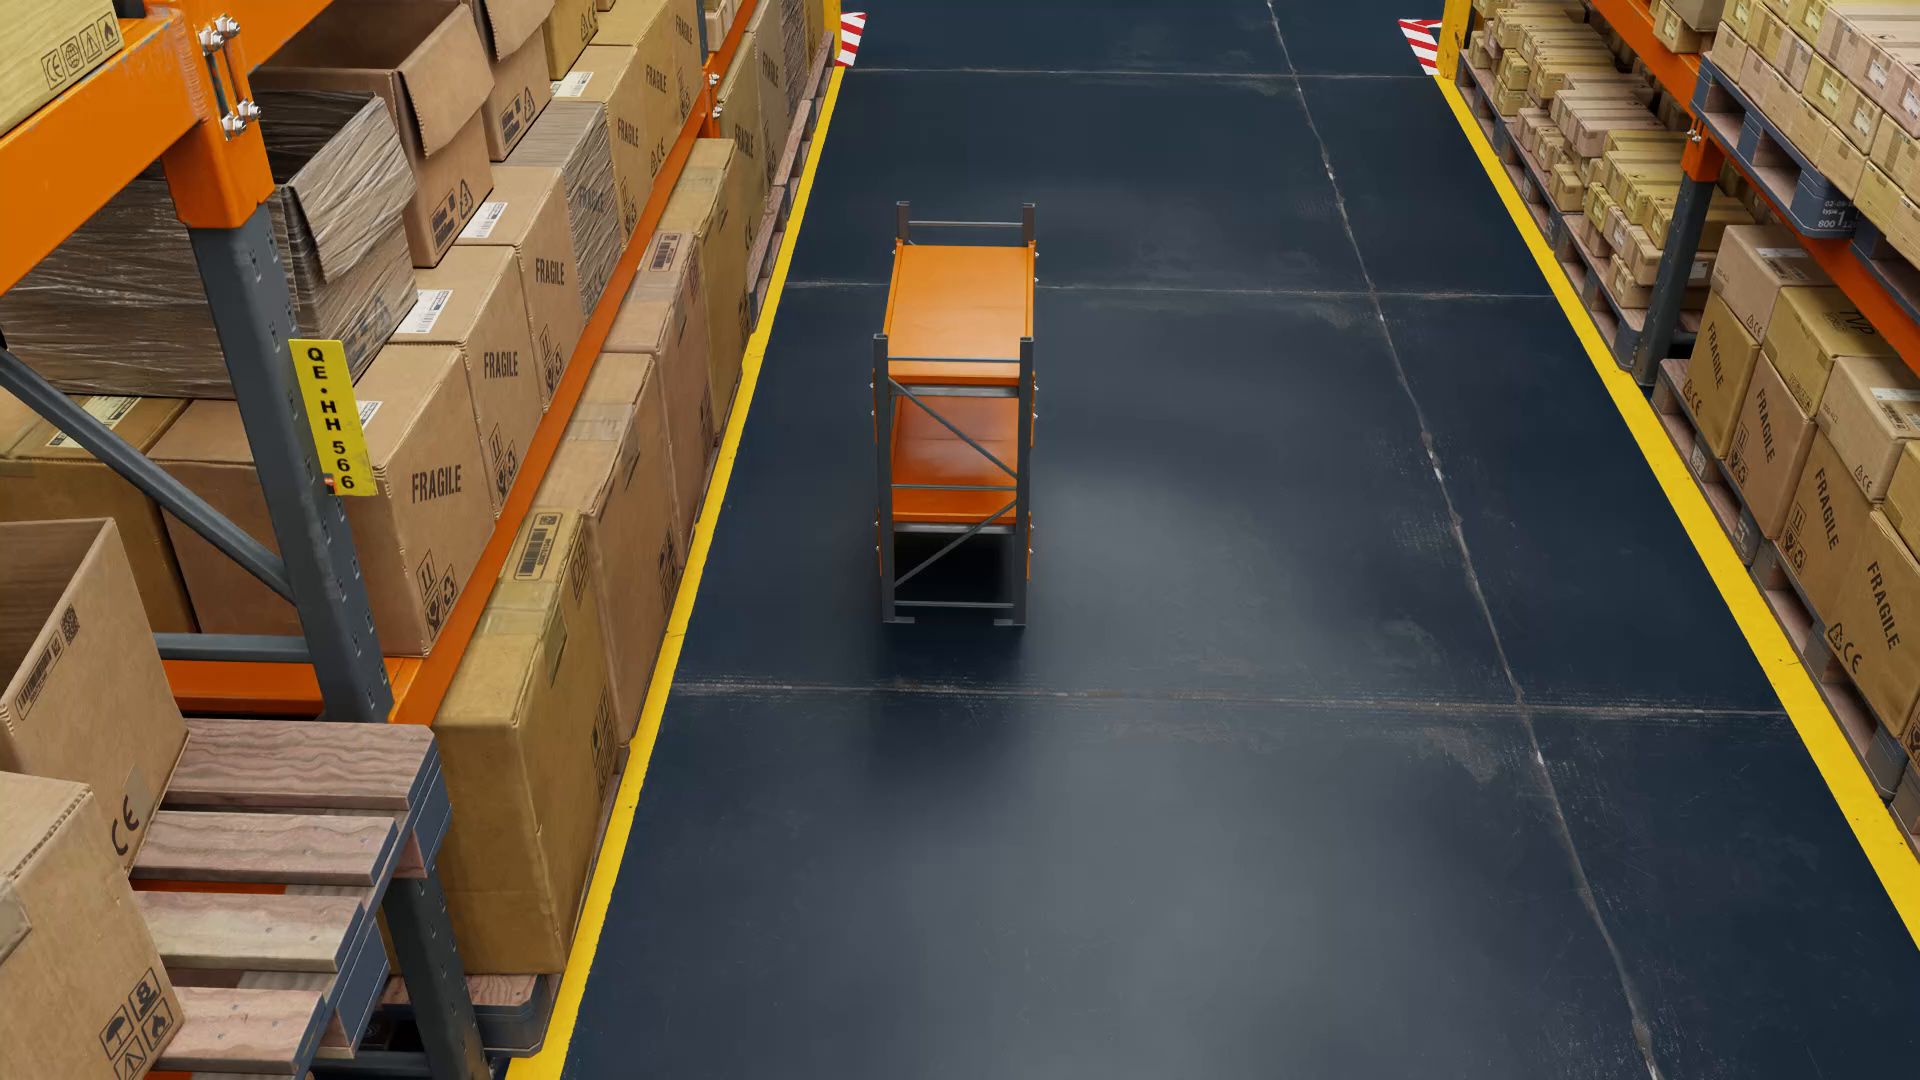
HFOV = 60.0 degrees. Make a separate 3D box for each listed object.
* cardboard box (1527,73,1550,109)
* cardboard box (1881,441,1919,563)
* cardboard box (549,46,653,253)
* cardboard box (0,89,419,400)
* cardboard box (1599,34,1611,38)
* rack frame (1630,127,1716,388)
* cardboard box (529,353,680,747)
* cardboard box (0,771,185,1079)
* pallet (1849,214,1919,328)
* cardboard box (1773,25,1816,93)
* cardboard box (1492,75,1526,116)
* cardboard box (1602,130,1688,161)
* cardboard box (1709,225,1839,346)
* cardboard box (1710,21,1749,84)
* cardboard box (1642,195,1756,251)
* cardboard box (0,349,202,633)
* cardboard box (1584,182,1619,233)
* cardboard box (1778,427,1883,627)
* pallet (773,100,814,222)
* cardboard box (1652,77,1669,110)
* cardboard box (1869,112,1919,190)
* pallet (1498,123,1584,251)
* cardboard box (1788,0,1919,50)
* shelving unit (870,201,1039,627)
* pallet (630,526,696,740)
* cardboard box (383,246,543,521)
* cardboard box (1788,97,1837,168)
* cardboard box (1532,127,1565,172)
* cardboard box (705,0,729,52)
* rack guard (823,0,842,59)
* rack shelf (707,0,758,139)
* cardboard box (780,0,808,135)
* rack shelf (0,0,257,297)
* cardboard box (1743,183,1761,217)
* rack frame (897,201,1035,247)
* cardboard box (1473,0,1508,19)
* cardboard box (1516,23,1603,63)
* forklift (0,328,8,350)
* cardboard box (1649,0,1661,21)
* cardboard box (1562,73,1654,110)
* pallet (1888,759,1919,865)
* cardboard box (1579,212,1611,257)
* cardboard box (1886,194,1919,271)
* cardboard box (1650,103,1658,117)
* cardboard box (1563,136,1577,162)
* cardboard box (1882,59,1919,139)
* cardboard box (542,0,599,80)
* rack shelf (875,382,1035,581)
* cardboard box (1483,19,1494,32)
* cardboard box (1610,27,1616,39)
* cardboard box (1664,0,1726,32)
[{"bbox_3d":[3.293,-2.441,8.969,0.380,0.149,0.250,0,35,0],"label":"cardboard box"},{"bbox_3d":[3.084,-0.048,4.865,0.500,0.250,0.500,2,35,3],"label":"cardboard box"},{"bbox_3d":[-1.305,-1.263,5.351,0.500,0.500,0.500,1,35,1],"label":"cardboard box"},{"bbox_3d":[-1.633,-0.654,3.613,0.797,0.503,0.637,2,35,3],"label":"cardboard box"},{"bbox_3d":[3.794,-2.875,9.588,0.380,0.149,0.250,1,35,1],"label":"cardboard box"},{"bbox_3d":[3.434,-1.909,6.357,1.000,3.000,0.127,1,35,2],"label":"rack frame"},{"bbox_3d":[-1.587,0.006,5.115,1.225,0.875,0.875,1,35,2],"label":"cardboard box"},{"bbox_3d":[-1.583,0.638,2.281,0.700,0.500,0.500,6,36,9],"label":"cardboard box"},{"bbox_3d":[3.312,-0.670,4.762,1.003,0.211,1.213,1,35,2],"label":"pallet"},{"bbox_3d":[2.940,-1.586,5.493,0.380,0.149,0.250,2,35,3],"label":"cardboard box"},{"bbox_3d":[3.202,-2.479,9.283,0.380,0.149,0.250,2,35,2],"label":"cardboard box"},{"bbox_3d":[3.250,-1.806,7.808,0.380,0.149,0.250,2,35,3],"label":"cardboard box"},{"bbox_3d":[3.140,-0.946,6.144,0.500,0.250,0.500,0,35,0],"label":"cardboard box"},{"bbox_3d":[2.958,-1.762,6.002,0.380,0.149,0.250,0,35,0],"label":"cardboard box"},{"bbox_3d":[3.188,-1.368,7.184,0.380,0.149,0.250,2,35,3],"label":"cardboard box"},{"bbox_3d":[-1.907,-0.113,3.716,0.500,0.500,0.500,2,35,3],"label":"cardboard box"},{"bbox_3d":[3.120,-1.534,7.680,0.380,0.149,0.250,0,35,0],"label":"cardboard box"},{"bbox_3d":[3.112,-0.034,5.498,0.500,0.500,0.500,2,35,3],"label":"cardboard box"},{"bbox_3d":[-1.363,-2.078,9.024,1.003,0.211,1.213,1,35,2],"label":"pallet"},{"bbox_3d":[3.743,-2.248,8.437,0.380,0.149,0.250,1,35,2],"label":"cardboard box"},{"bbox_3d":[2.911,-1.130,4.843,0.380,0.149,0.250,1,35,1],"label":"cardboard box"},{"bbox_3d":[3.472,-1.857,8.709,1.003,0.211,1.213,1,35,2],"label":"pallet"},{"bbox_3d":[2.940,-1.698,5.393,0.380,0.149,0.250,2,35,2],"label":"cardboard box"},{"bbox_3d":[0.000,-0.464,5.932,0.538,1.125,1.048,1,35,2],"label":"shelving unit"},{"bbox_3d":[-1.520,0.207,5.771,1.003,0.211,1.213,1,35,2],"label":"pallet"},{"bbox_3d":[-1.369,-0.393,4.114,0.500,0.500,0.500,0,35,1],"label":"cardboard box"},{"bbox_3d":[2.928,-1.315,5.365,0.380,0.149,0.250,2,35,2],"label":"cardboard box"},{"bbox_3d":[3.205,-2.030,8.643,0.380,0.149,0.250,1,35,2],"label":"cardboard box"},{"bbox_3d":[-1.174,-2.141,6.906,0.380,0.149,0.250,1,35,2],"label":"cardboard box"},{"bbox_3d":[-1.357,-3.371,10.611,1.175,0.500,0.348,1,35,2],"label":"rack guard"},{"bbox_3d":[-1.438,-2.936,8.445,1.077,0.370,4.000,1,35,2],"label":"rack shelf"},{"bbox_3d":[-1.340,-2.790,9.093,0.875,0.875,0.875,1,35,2],"label":"cardboard box"},{"bbox_3d":[-1.759,0.433,1.042,1.077,0.370,4.000,1,35,2],"label":"rack shelf"},{"bbox_3d":[3.725,-1.508,7.383,0.380,0.149,0.250,3,35,4],"label":"cardboard box"},{"bbox_3d":[0.021,-0.756,6.348,0.500,1.125,0.032,1,35,2],"label":"rack frame"},{"bbox_3d":[3.234,-3.162,9.738,0.380,0.149,0.250,0,35,0],"label":"cardboard box"},{"bbox_3d":[3.278,-2.715,9.101,0.380,0.149,0.250,0,35,0],"label":"cardboard box"},{"bbox_3d":[-3.711,-0.946,5.046,1.130,2.935,3.031,11,36,15],"label":"forklift"},{"bbox_3d":[3.183,-2.278,7.101,0.380,0.149,0.250,3,35,4],"label":"cardboard box"},{"bbox_3d":[3.286,-2.259,8.453,0.380,0.149,0.250,1,35,2],"label":"cardboard box"},{"bbox_3d":[3.306,1.081,4.528,1.003,0.211,1.213,1,35,2],"label":"pallet"},{"bbox_3d":[3.149,-1.448,7.816,0.380,0.149,0.250,0,35,0],"label":"cardboard box"},{"bbox_3d":[2.898,-0.867,4.728,0.380,0.149,0.250,0,35,0],"label":"cardboard box"},{"bbox_3d":[3.802,-2.281,8.742,0.380,0.149,0.250,3,35,4],"label":"cardboard box"},{"bbox_3d":[3.250,-1.976,8.309,0.380,0.149,0.250,0,35,0],"label":"cardboard box"},{"bbox_3d":[2.907,-1.263,4.774,0.380,0.149,0.250,3,35,4],"label":"cardboard box"},{"bbox_3d":[-1.575,-1.771,5.202,0.797,0.503,0.637,2,35,2],"label":"cardboard box"},{"bbox_3d":[0.000,-0.264,6.073,0.538,0.278,1.000,1,35,2],"label":"rack shelf"},{"bbox_3d":[3.317,-3.039,9.821,0.380,0.149,0.250,3,35,4],"label":"cardboard box"},{"bbox_3d":[3.875,-2.851,9.295,0.380,0.149,0.250,1,35,1],"label":"cardboard box"},{"bbox_3d":[3.171,-2.356,6.648,0.500,0.500,0.500,1,35,2],"label":"cardboard box"}]
